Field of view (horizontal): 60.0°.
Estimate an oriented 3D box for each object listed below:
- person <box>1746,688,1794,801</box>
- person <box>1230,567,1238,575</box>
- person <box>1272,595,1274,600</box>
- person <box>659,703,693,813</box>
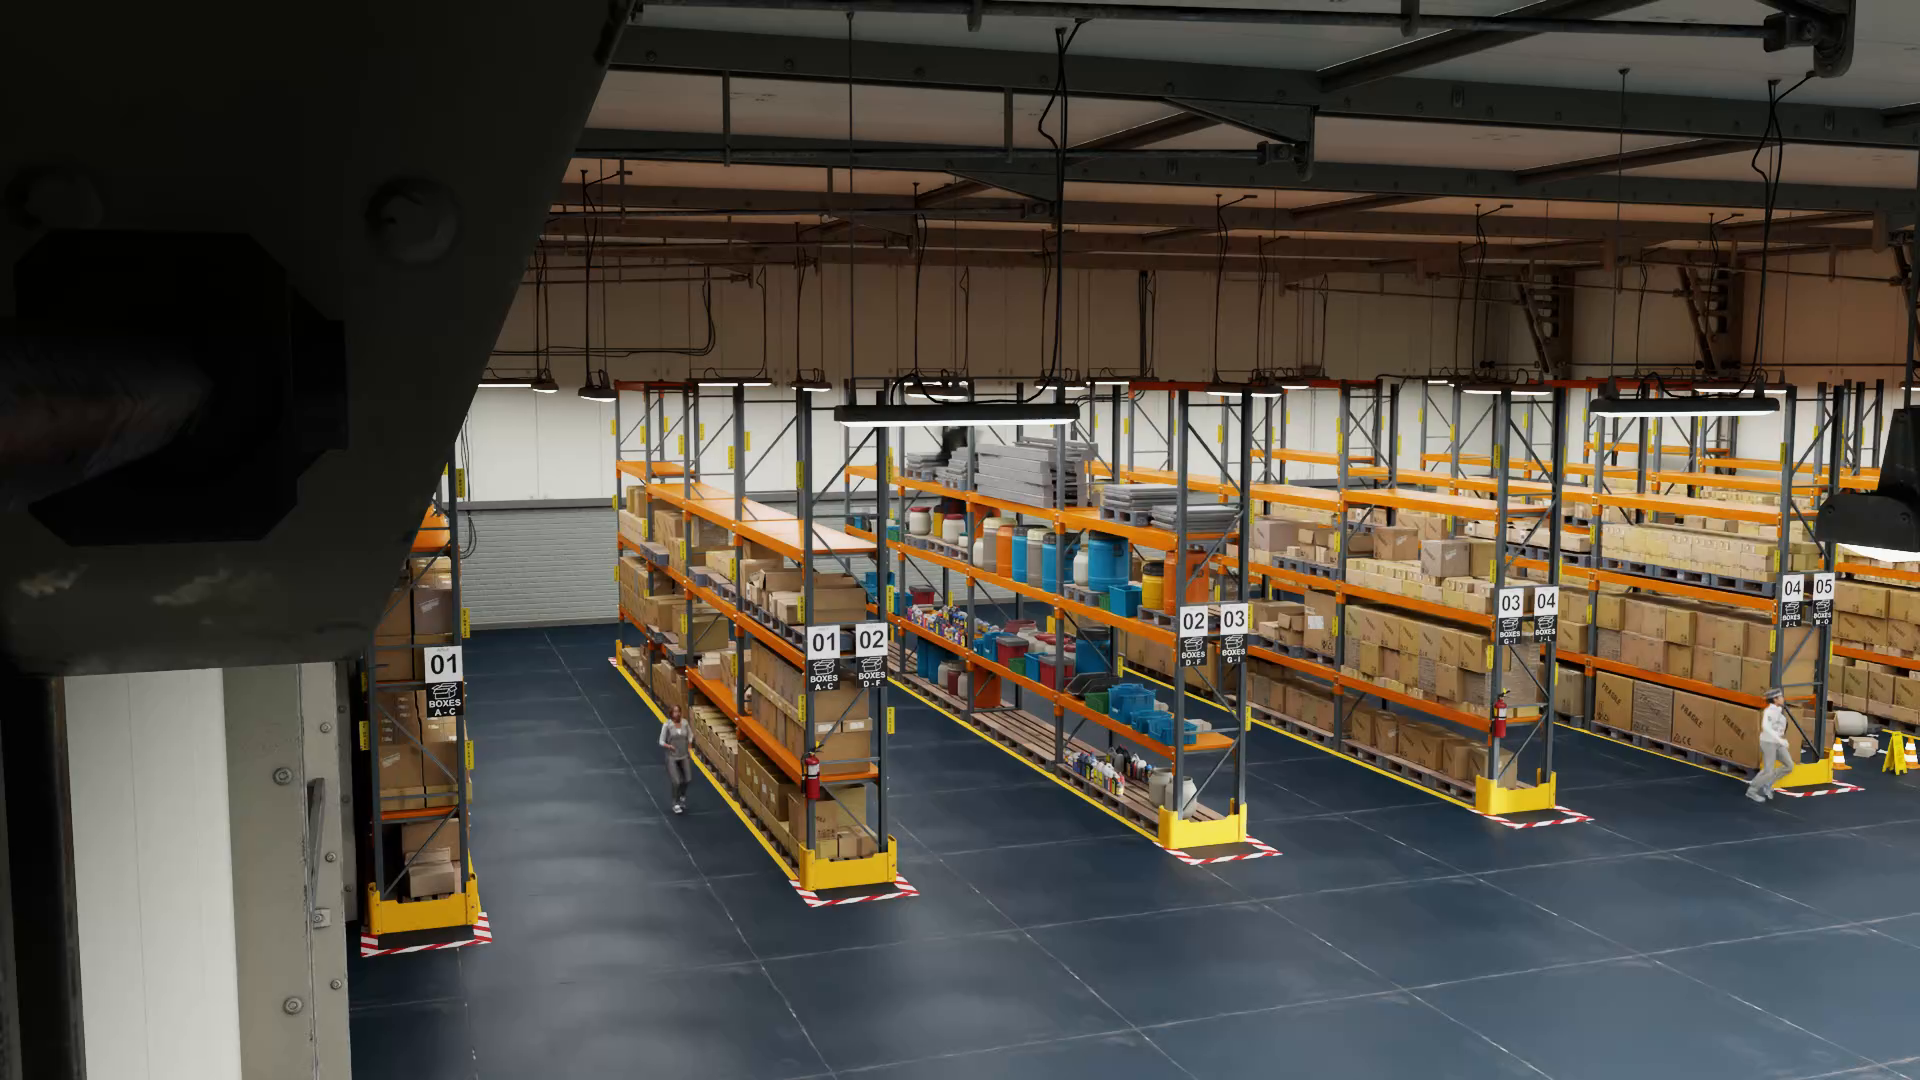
[{"bbox_3d":[11.842,2.957,24.186,0.571,1.636,0.676,6,8,43],"label":"person"},{"bbox_3d":[6.829,1.175,41.377,0.521,1.574,0.721,-2,6,-16],"label":"person"},{"bbox_3d":[6.298,1.888,33.963,0.574,1.675,0.950,-3,7,-28],"label":"person"},{"bbox_3d":[-3.956,3.080,23.394,0.526,1.556,0.536,-3,7,-25],"label":"person"}]
